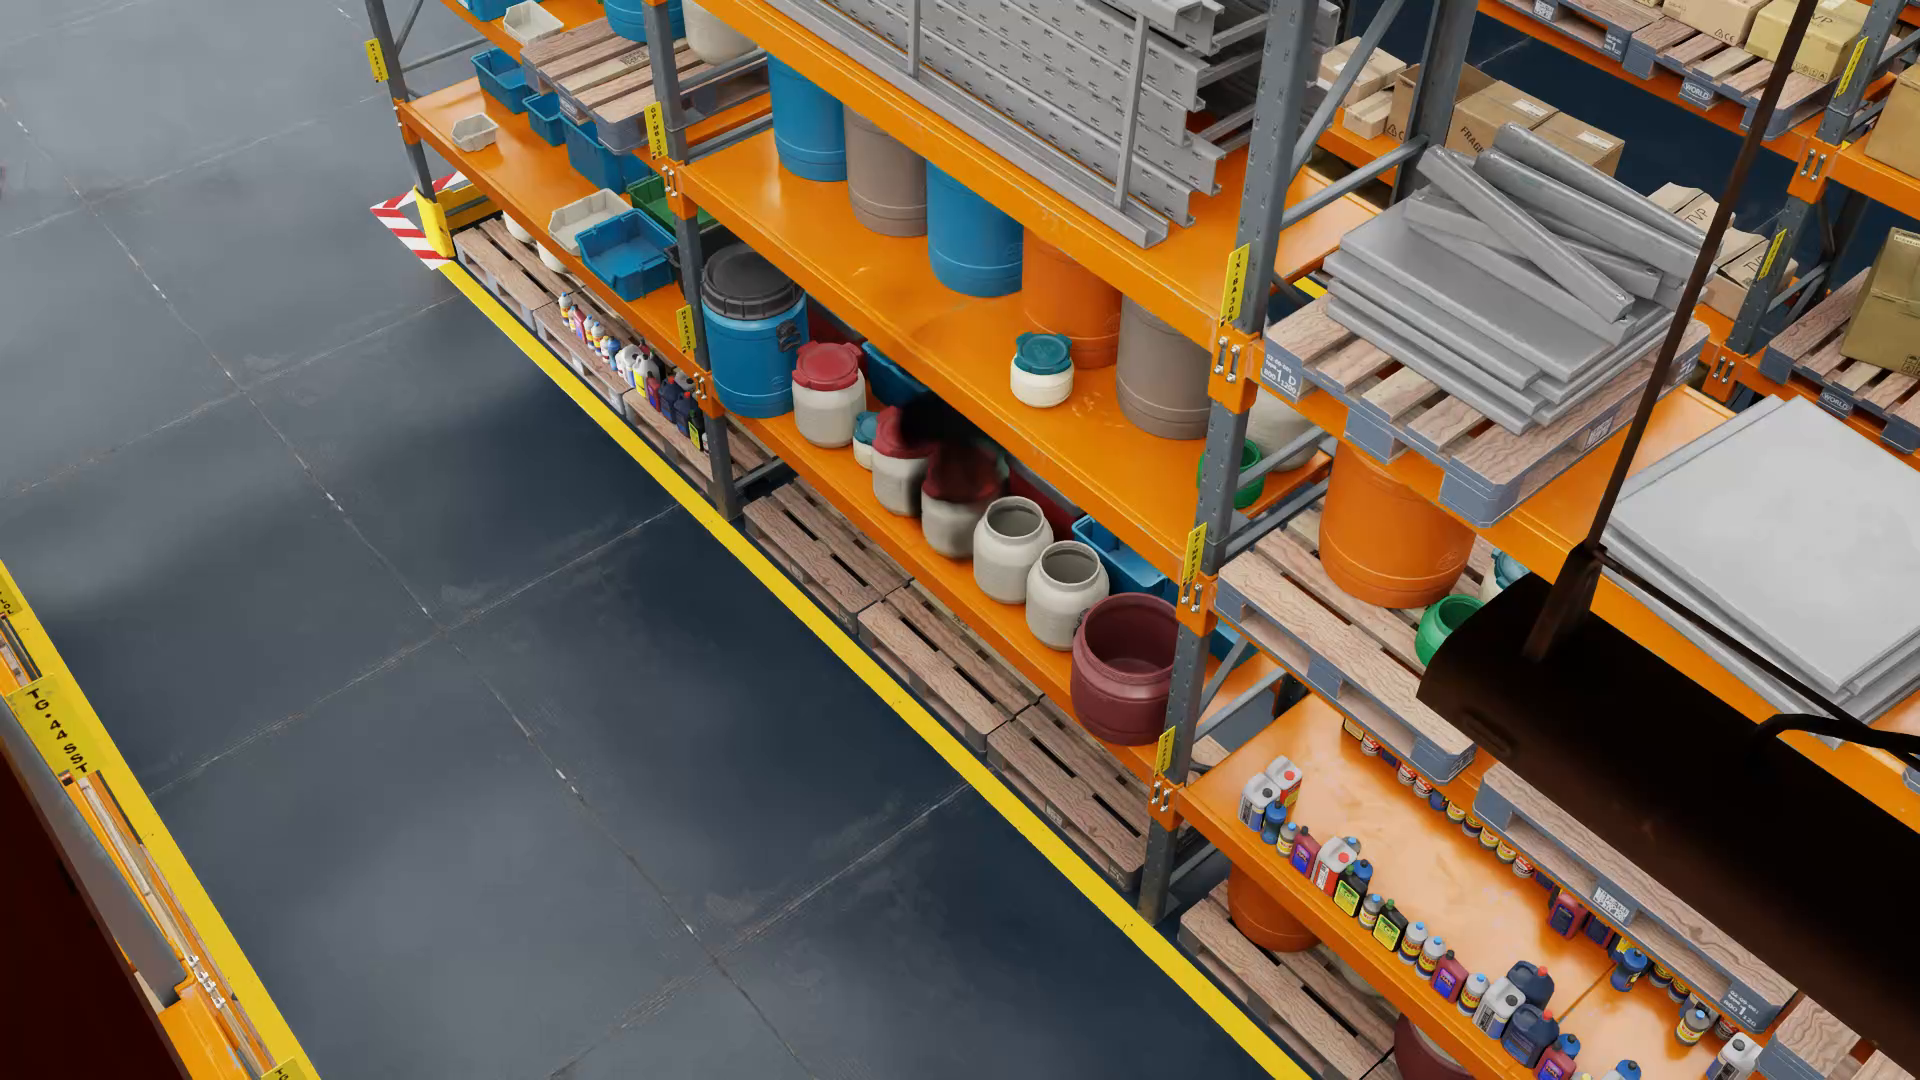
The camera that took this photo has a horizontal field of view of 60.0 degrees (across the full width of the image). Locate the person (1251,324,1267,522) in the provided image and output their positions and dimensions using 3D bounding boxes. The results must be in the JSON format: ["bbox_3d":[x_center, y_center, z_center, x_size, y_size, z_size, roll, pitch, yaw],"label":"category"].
[{"bbox_3d":[1.574,-0.761,10.126,0.823,1.698,0.616,33,55,27],"label":"person"}]
